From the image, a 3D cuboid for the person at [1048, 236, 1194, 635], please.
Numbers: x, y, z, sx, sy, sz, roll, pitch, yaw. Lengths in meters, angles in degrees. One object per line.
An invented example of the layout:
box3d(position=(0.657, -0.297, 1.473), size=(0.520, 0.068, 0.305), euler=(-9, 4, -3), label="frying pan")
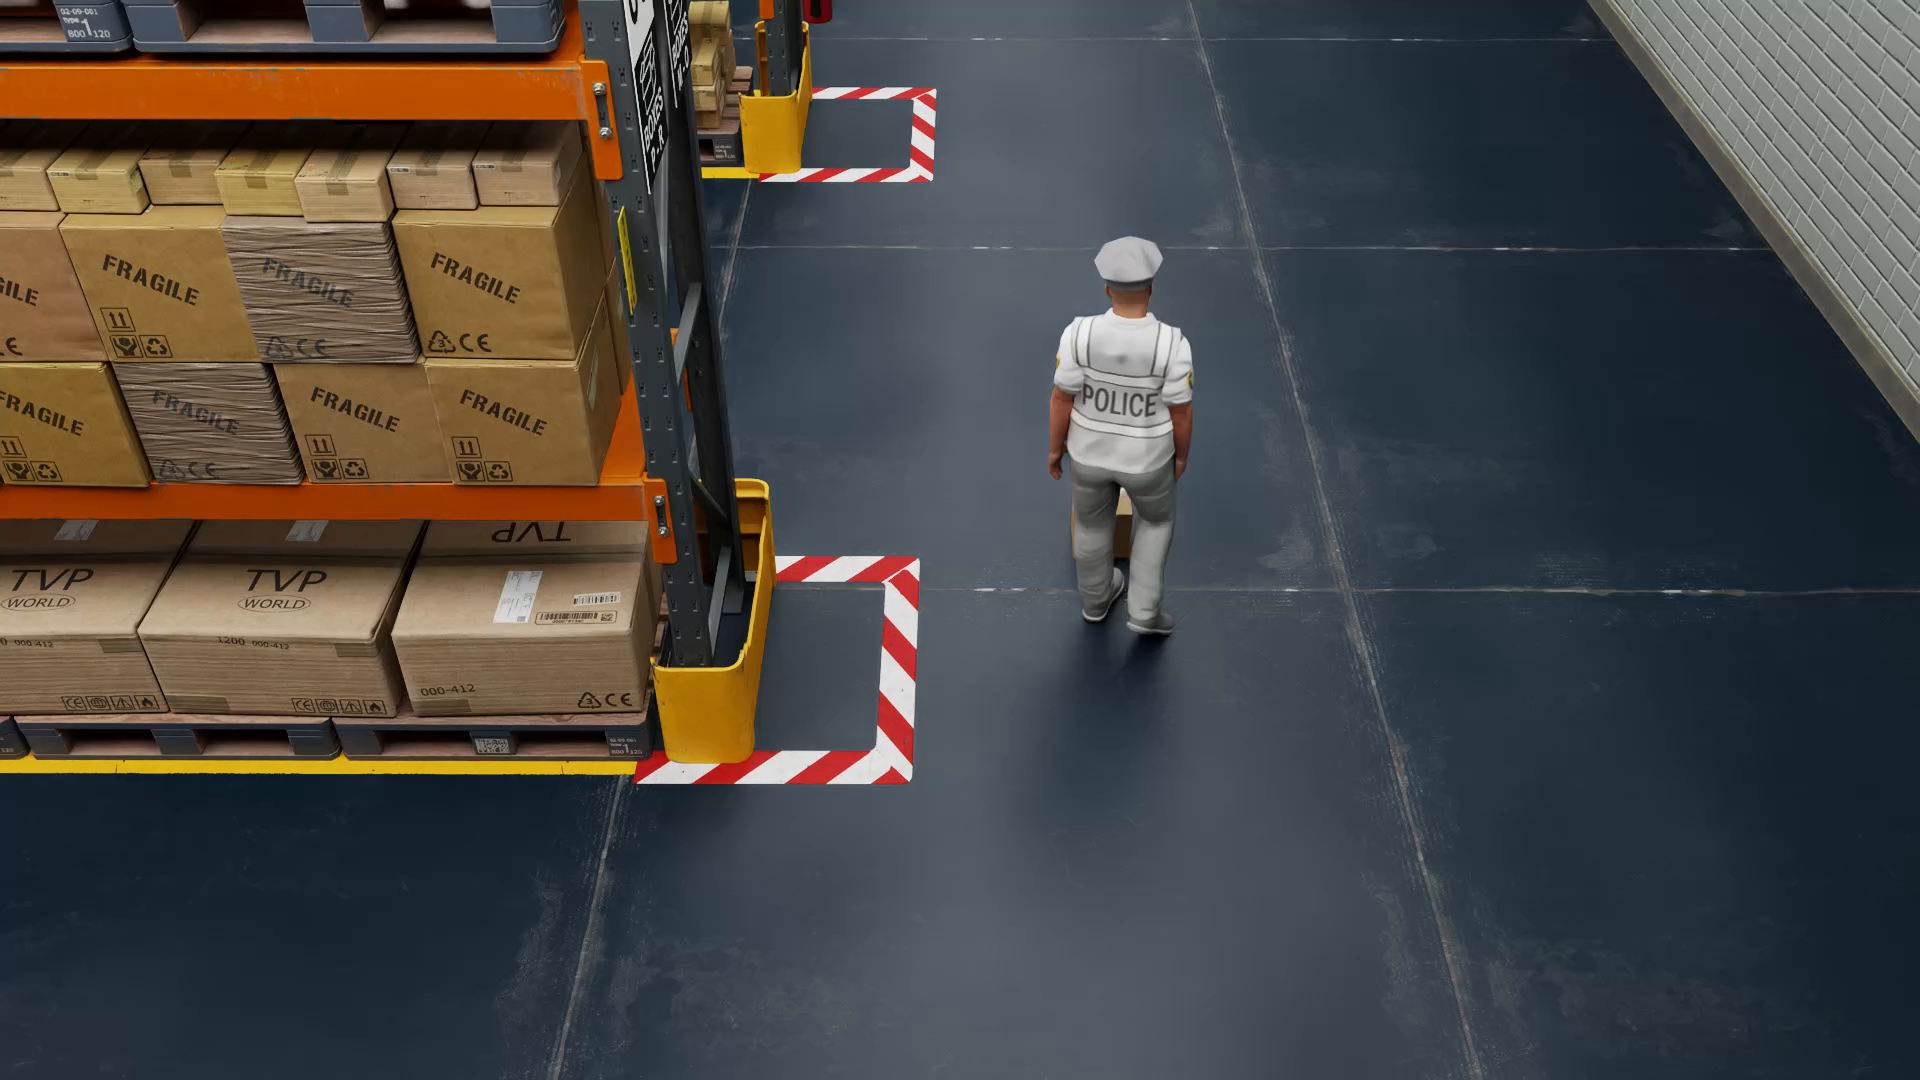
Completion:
box3d(position=(0.643, -0.355, 6.605), size=(0.567, 1.809, 0.444), euler=(9, 40, 11), label="person")
